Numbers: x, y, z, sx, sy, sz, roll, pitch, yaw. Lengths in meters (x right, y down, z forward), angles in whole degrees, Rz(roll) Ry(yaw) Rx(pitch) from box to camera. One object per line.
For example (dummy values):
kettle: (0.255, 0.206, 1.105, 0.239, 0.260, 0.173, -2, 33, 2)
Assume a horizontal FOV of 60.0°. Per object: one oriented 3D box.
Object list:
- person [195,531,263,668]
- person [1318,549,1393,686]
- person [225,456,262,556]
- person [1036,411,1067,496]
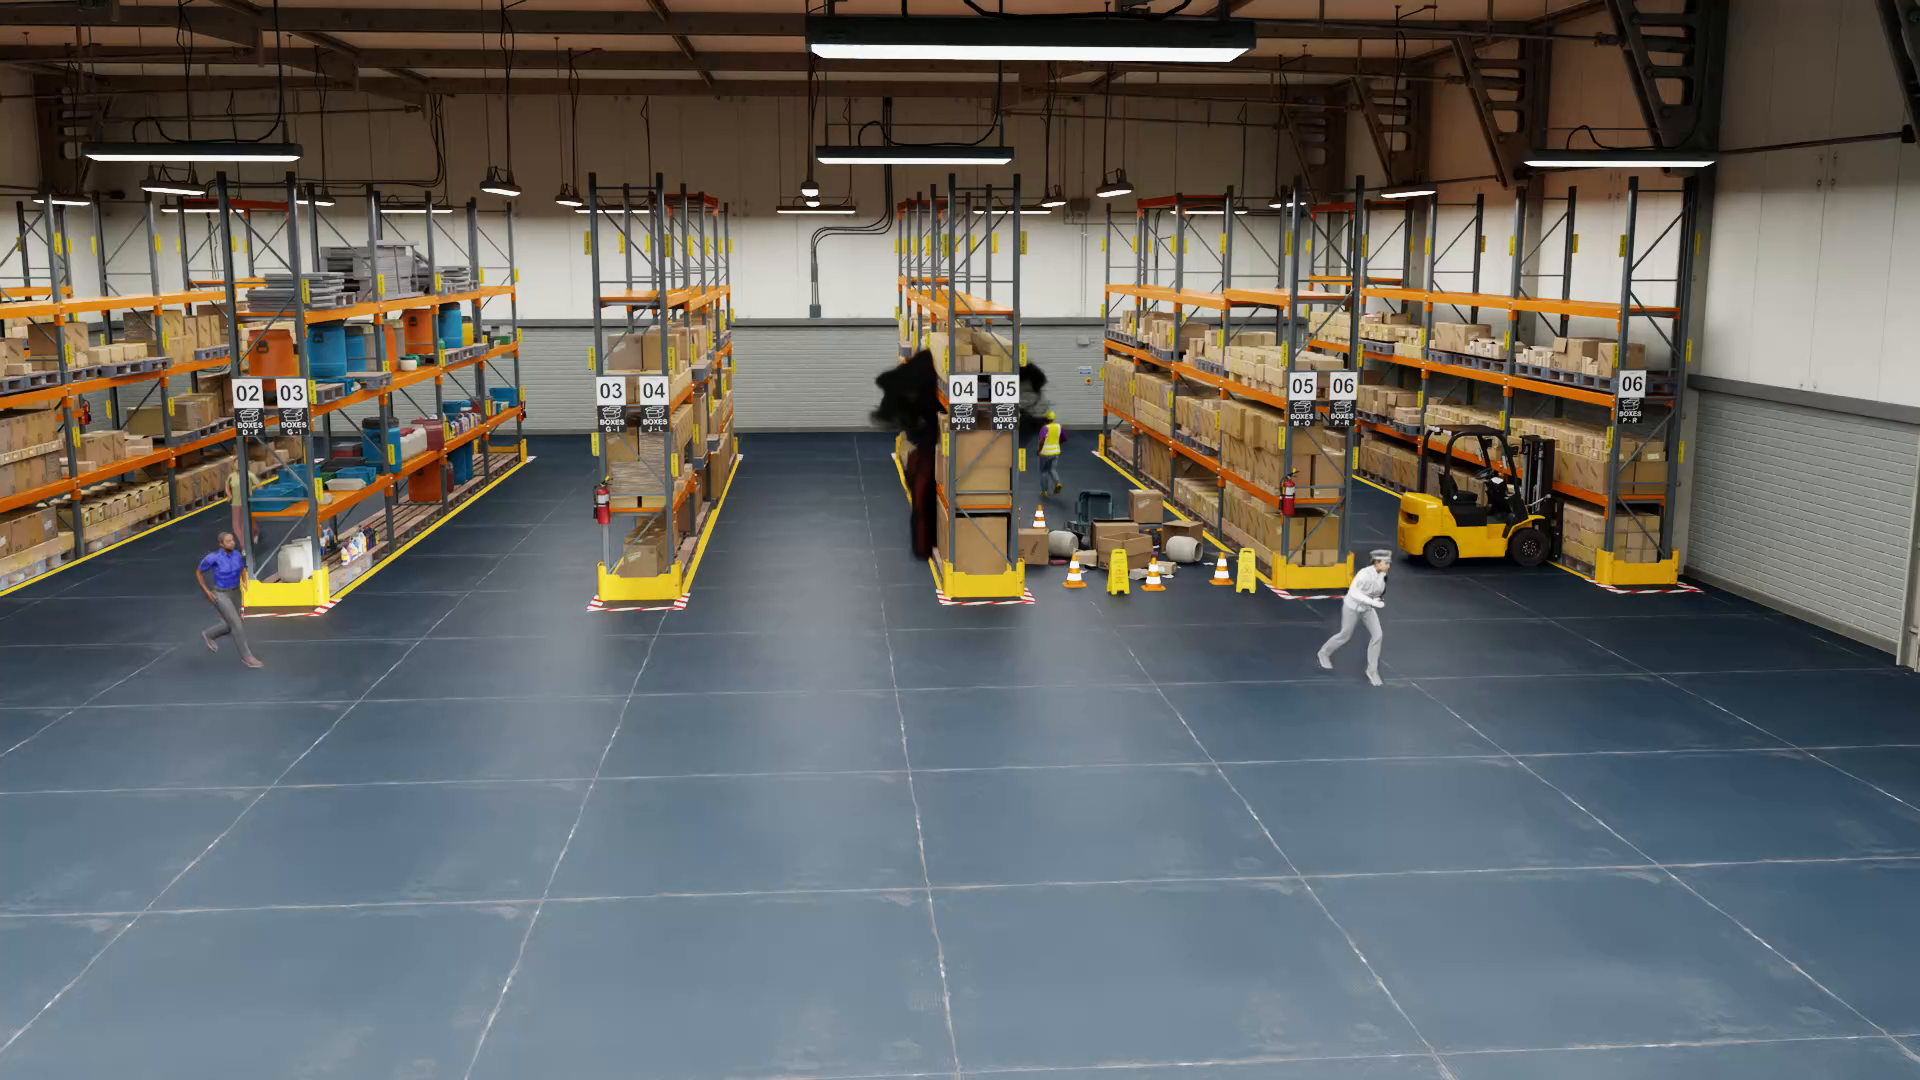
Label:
person: (-8.864, 0.708, 20.069, 0.913, 1.638, 0.600, 5, 11, 26)
person: (4.619, 0.858, 19.446, 0.658, 1.625, 0.965, -8, 13, -40)
person: (-11.755, -0.552, 27.282, 0.581, 1.601, 0.566, 0, 10, -2)
person: (1.831, -1.715, 33.391, 0.687, 1.770, 0.852, -5, 11, -25)
